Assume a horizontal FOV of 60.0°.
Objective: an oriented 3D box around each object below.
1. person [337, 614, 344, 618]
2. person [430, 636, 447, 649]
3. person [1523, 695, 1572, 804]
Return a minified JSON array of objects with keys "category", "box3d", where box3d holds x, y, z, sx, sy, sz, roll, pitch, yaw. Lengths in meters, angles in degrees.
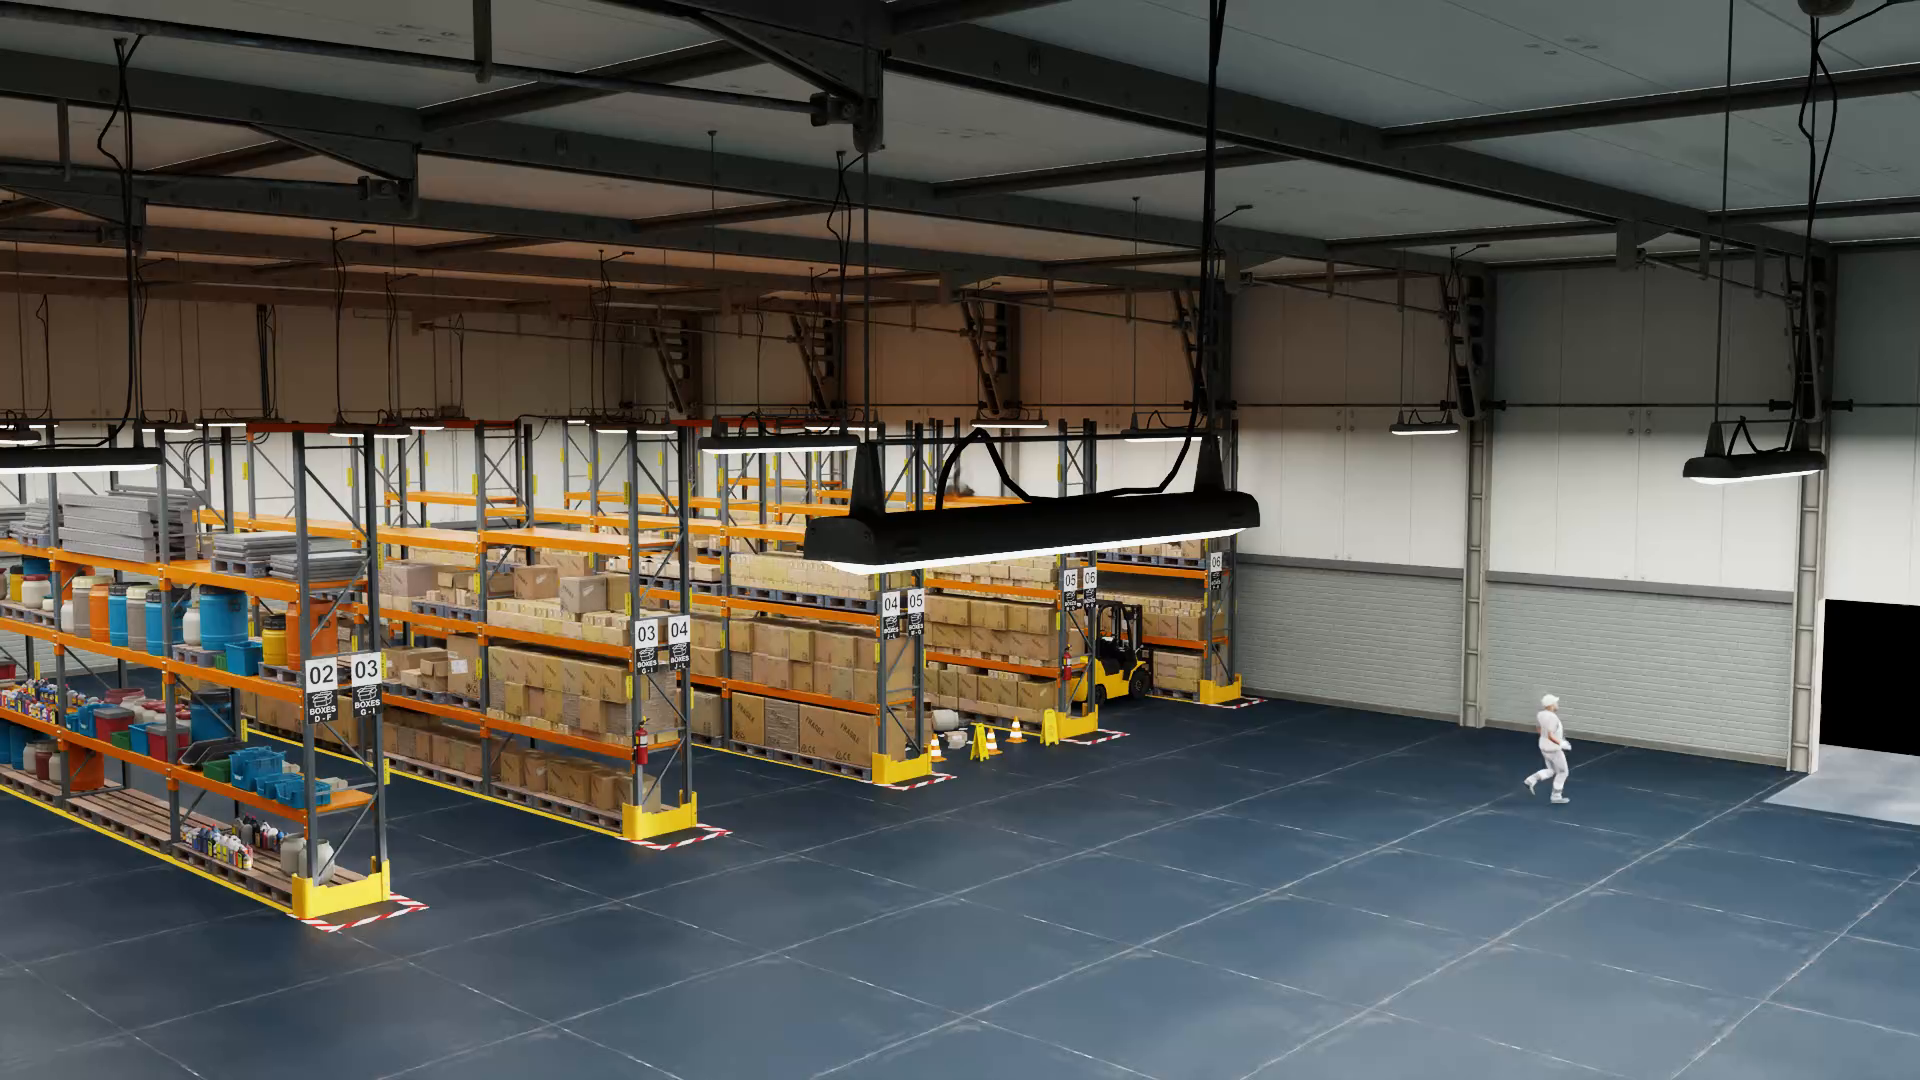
[{"category":"person","box3d":[-14.252,2.509,38.039,0.601,1.469,0.470,1,5,13]},{"category":"person","box3d":[-12.535,2.226,40.045,0.605,1.697,0.727,1,5,9]},{"category":"person","box3d":[9.330,3.312,26.318,0.682,1.741,0.659,0,5,-2]}]
